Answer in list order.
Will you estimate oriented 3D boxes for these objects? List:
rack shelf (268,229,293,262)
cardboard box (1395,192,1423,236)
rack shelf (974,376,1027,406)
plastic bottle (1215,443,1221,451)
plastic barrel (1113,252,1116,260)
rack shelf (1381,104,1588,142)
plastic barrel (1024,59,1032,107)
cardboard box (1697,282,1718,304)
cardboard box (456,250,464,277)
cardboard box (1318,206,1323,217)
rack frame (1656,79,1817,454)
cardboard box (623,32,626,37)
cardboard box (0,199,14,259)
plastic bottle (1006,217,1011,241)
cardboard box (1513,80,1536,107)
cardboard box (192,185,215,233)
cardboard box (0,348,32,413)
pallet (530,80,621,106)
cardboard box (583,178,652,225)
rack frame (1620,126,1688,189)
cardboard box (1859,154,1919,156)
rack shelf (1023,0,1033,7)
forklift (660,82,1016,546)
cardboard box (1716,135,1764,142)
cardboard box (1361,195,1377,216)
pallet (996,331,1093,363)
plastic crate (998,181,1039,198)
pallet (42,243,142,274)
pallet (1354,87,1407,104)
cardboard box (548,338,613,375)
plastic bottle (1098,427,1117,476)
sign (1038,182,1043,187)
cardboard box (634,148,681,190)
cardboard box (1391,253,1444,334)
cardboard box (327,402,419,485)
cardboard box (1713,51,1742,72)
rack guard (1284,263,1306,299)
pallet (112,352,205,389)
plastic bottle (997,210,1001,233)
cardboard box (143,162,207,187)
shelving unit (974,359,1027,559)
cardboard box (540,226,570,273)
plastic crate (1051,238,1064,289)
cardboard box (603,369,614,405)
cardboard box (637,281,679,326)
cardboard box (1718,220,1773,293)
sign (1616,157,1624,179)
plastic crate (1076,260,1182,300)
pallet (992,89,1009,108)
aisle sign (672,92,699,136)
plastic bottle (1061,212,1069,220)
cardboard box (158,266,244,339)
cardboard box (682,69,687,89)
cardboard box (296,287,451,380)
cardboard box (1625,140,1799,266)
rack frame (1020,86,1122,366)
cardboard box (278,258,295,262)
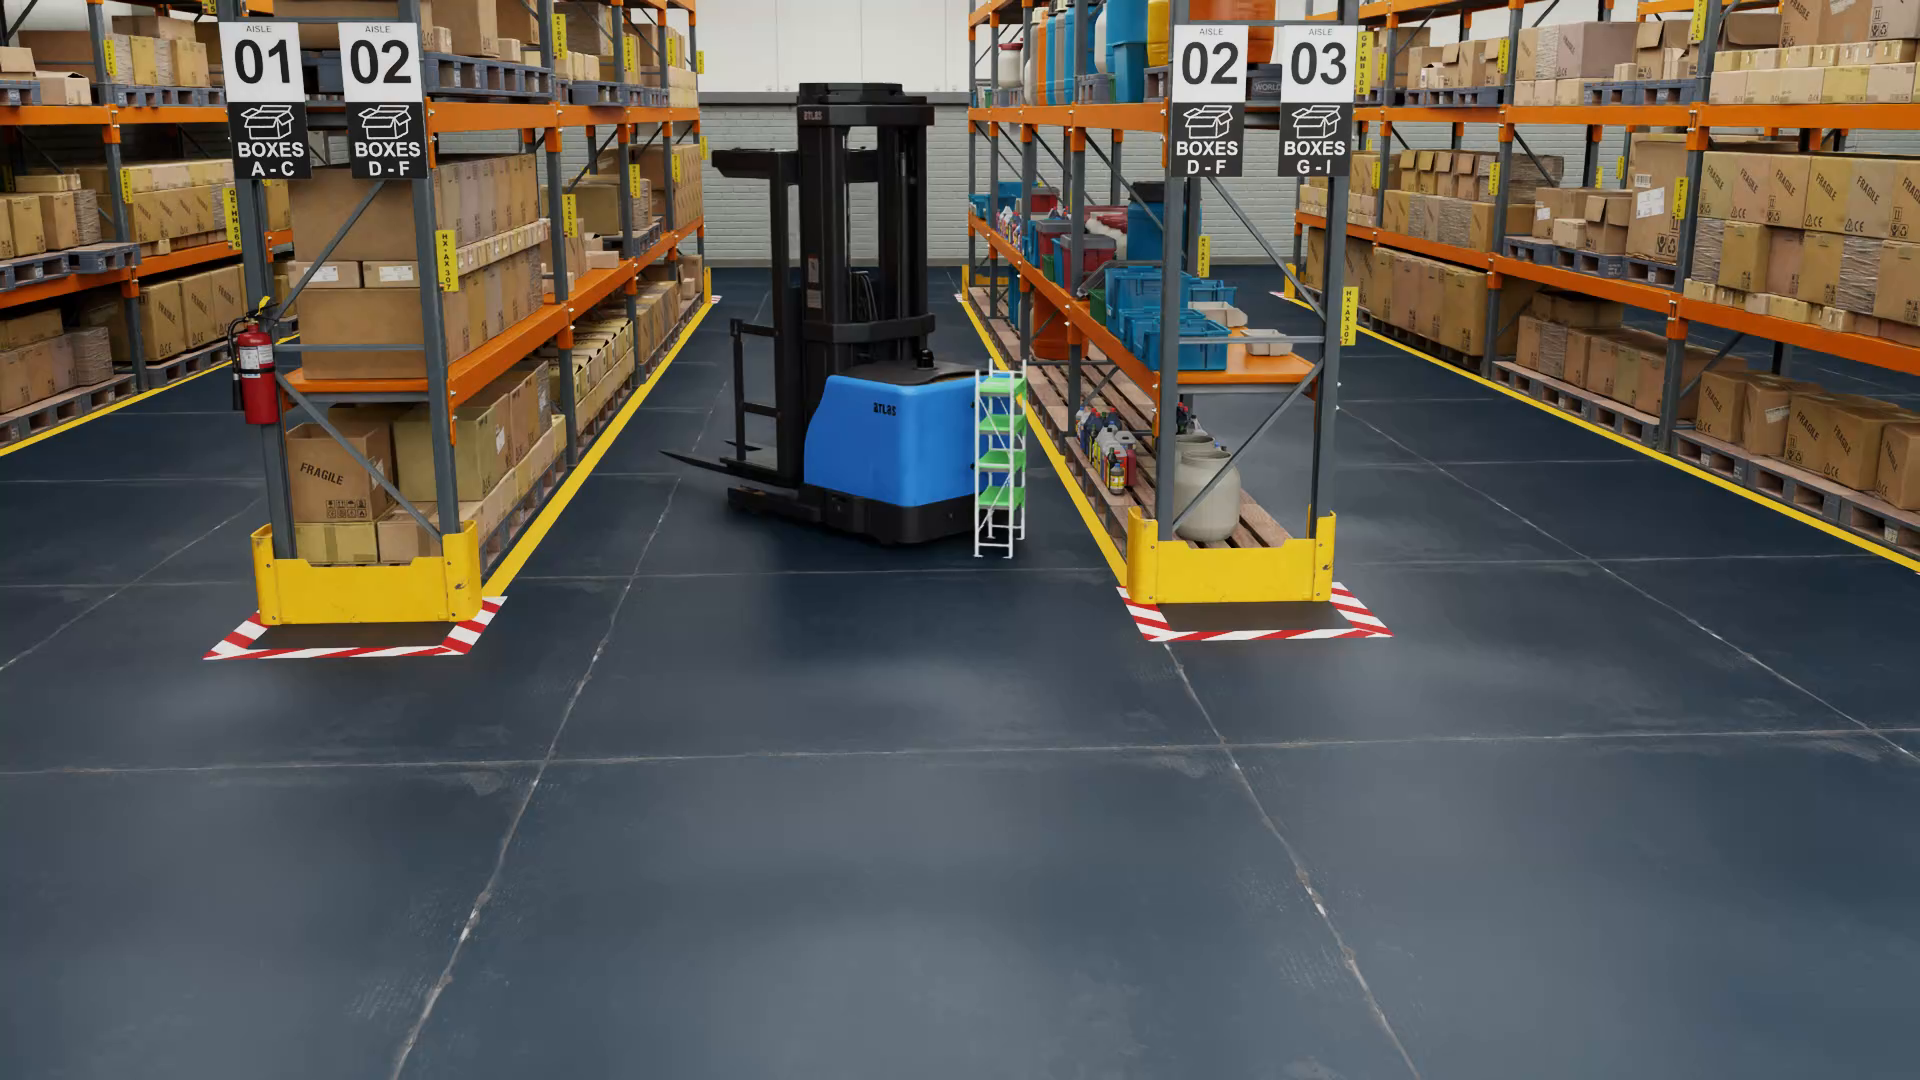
[{"bbox_3d":[-9.128,-4.095,22.367,1.077,0.370,4.000,-1,14,-3],"label":"rack shelf"},{"bbox_3d":[5.638,-3.981,20.278,0.500,0.500,0.500,-1,14,-3],"label":"cardboard box"},{"bbox_3d":[0.262,-0.931,10.567,0.258,0.148,0.480,3,15,11],"label":"rack shelf"},{"bbox_3d":[1.805,-0.548,11.727,0.097,0.271,0.097,0,14,0],"label":"plastic bottle"},{"bbox_3d":[1.451,-2.374,14.512,0.301,0.262,0.301,0,14,0],"label":"plastic barrel"},{"bbox_3d":[5.951,-4.783,19.019,1.077,0.370,4.000,-1,14,-3],"label":"rack shelf"},{"bbox_3d":[0.845,-4.529,16.366,0.421,0.512,0.421,0,14,0],"label":"plastic barrel"},{"bbox_3d":[6.039,-1.944,13.066,0.380,0.149,0.250,-1,14,-3],"label":"cardboard box"},{"bbox_3d":[-3.159,-1.630,9.841,0.380,0.149,0.250,-1,14,-3],"label":"cardboard box"},{"bbox_3d":[5.338,-4.700,23.778,0.380,0.149,0.250,-1,14,-5],"label":"cardboard box"},{"bbox_3d":[6.323,-2.186,13.503,1.000,3.000,0.127,-1,14,-3],"label":"rack frame"},{"bbox_3d":[-4.017,-5.319,18.414,0.600,0.600,0.600,-1,15,-6],"label":"cardboard box"},{"bbox_3d":[-8.605,-2.648,14.214,0.700,0.500,0.500,1,14,4],"label":"cardboard box"},{"bbox_3d":[0.584,-3.599,19.252,0.097,0.271,0.097,0,14,0],"label":"plastic bottle"},{"bbox_3d":[5.850,-4.440,16.545,0.500,0.250,0.500,-1,14,-2],"label":"cardboard box"},{"bbox_3d":[-8.624,-3.662,18.400,0.500,0.500,0.500,0,14,-2],"label":"cardboard box"},{"bbox_3d":[-8.644,-1.397,14.571,0.700,0.500,0.500,-1,14,-3],"label":"cardboard box"},{"bbox_3d":[-3.609,-3.945,14.697,1.003,0.211,1.213,0,14,-1],"label":"pallet"},{"bbox_3d":[-3.889,-3.837,18.876,0.700,0.500,0.500,-5,15,-18],"label":"cardboard box"},{"bbox_3d":[10.536,-5.222,25.302,1.000,3.000,0.127,-1,14,-3],"label":"rack frame"},{"bbox_3d":[6.688,-2.506,11.944,0.500,0.500,0.500,-1,14,-3],"label":"cardboard box"},{"bbox_3d":[1.256,-4.970,14.531,1.077,0.370,4.000,-1,14,-3],"label":"rack shelf"},{"bbox_3d":[-1.010,-1.677,11.660,1.130,2.935,3.031,-14,20,-43],"label":"forklift"},{"bbox_3d":[10.448,-5.145,22.199,0.500,0.500,0.500,-1,14,-5],"label":"cardboard box"},{"bbox_3d":[5.538,-4.353,21.629,0.500,0.250,0.500,-1,14,-4],"label":"cardboard box"},{"bbox_3d":[0.969,-2.252,19.356,1.003,0.211,1.213,-1,14,-3],"label":"pallet"},{"bbox_3d":[0.843,-5.060,24.481,0.616,0.435,0.499,-1,14,-3],"label":"plastic crate"},{"bbox_3d":[-8.606,-2.683,15.819,1.213,0.211,1.003,-1,14,-3],"label":"pallet"},{"bbox_3d":[5.787,-5.789,21.665,1.003,0.211,1.213,-1,14,-3],"label":"pallet"},{"bbox_3d":[-3.438,-1.666,15.033,0.500,0.311,0.500,0,14,-2],"label":"cardboard box"},{"bbox_3d":[1.065,-0.634,11.903,0.144,0.351,0.185,0,14,-1],"label":"plastic bottle"},{"bbox_3d":[1.184,-5.186,24.834,0.100,0.325,0.005,-1,14,-3],"label":"sign"},{"bbox_3d":[-3.809,-4.678,20.981,0.500,0.500,0.500,-1,14,-2],"label":"cardboard box"},{"bbox_3d":[5.943,-2.969,19.967,1.225,0.875,0.875,-1,14,-5],"label":"cardboard box"},{"bbox_3d":[-3.724,-0.652,10.709,0.500,0.500,0.500,-1,14,-3],"label":"cardboard box"},{"bbox_3d":[6.036,-3.674,12.766,0.380,0.149,0.250,-1,14,-5],"label":"cardboard box"},{"bbox_3d":[5.578,-3.966,25.437,1.175,0.500,0.348,-1,14,-3],"label":"rack guard"},{"bbox_3d":[-8.730,-1.798,17.592,1.003,0.211,1.213,-1,14,-3],"label":"pallet"},{"bbox_3d":[0.489,-3.912,20.444,0.061,0.283,0.133,-1,14,-3],"label":"plastic bottle"},{"bbox_3d":[-8.634,-4.019,18.282,0.500,0.250,0.500,-1,14,-5],"label":"cardboard box"},{"bbox_3d":[0.262,-0.528,10.671,0.258,1.200,0.503,3,15,11],"label":"shelving unit"},{"bbox_3d":[-3.628,-2.405,14.153,0.500,0.500,0.500,0,14,1],"label":"cardboard box"},{"bbox_3d":[1.001,-2.371,14.256,0.392,0.384,0.575,-1,14,-3],"label":"plastic crate"},{"bbox_3d":[-3.438,-1.392,15.094,0.500,0.250,0.500,-1,14,-2],"label":"cardboard box"},{"bbox_3d":[-3.744,-2.908,20.442,0.500,0.500,0.500,-1,14,-4],"label":"cardboard box"},{"bbox_3d":[6.285,-2.141,12.530,0.875,0.500,0.500,-1,14,-3],"label":"cardboard box"},{"bbox_3d":[9.995,-5.633,25.162,0.100,0.325,0.005,-1,14,-3],"label":"sign"},{"bbox_3d":[1.285,-1.947,12.700,0.767,0.338,0.504,-1,14,-3],"label":"plastic crate"},{"bbox_3d":[1.030,-5.267,19.837,1.213,0.211,1.003,-1,14,-3],"label":"pallet"},{"bbox_3d":[-4.006,-6.299,24.272,0.394,0.787,0.004,-1,14,-3],"label":"aisle sign"},{"bbox_3d":[1.192,-3.542,18.872,0.144,0.351,0.185,-1,14,-3],"label":"plastic bottle"},{"bbox_3d":[-8.776,-2.728,19.080,0.750,0.750,0.750,0,14,-2],"label":"cardboard box"},{"bbox_3d":[-3.926,-6.144,22.163,0.500,0.250,0.500,-1,14,-3],"label":"cardboard box"},{"bbox_3d":[-3.333,-1.204,9.486,0.700,0.500,0.500,-1,14,-3],"label":"cardboard box"},{"bbox_3d":[6.413,-2.880,14.153,1.000,1.000,1.000,-1,14,-3],"label":"cardboard box"},{"bbox_3d":[1.132,-3.104,17.072,1.000,3.000,0.127,-1,14,-3],"label":"rack frame"},{"bbox_3d":[-8.820,-3.659,22.098,0.380,0.149,0.250,-1,14,-5],"label":"cardboard box"}]
